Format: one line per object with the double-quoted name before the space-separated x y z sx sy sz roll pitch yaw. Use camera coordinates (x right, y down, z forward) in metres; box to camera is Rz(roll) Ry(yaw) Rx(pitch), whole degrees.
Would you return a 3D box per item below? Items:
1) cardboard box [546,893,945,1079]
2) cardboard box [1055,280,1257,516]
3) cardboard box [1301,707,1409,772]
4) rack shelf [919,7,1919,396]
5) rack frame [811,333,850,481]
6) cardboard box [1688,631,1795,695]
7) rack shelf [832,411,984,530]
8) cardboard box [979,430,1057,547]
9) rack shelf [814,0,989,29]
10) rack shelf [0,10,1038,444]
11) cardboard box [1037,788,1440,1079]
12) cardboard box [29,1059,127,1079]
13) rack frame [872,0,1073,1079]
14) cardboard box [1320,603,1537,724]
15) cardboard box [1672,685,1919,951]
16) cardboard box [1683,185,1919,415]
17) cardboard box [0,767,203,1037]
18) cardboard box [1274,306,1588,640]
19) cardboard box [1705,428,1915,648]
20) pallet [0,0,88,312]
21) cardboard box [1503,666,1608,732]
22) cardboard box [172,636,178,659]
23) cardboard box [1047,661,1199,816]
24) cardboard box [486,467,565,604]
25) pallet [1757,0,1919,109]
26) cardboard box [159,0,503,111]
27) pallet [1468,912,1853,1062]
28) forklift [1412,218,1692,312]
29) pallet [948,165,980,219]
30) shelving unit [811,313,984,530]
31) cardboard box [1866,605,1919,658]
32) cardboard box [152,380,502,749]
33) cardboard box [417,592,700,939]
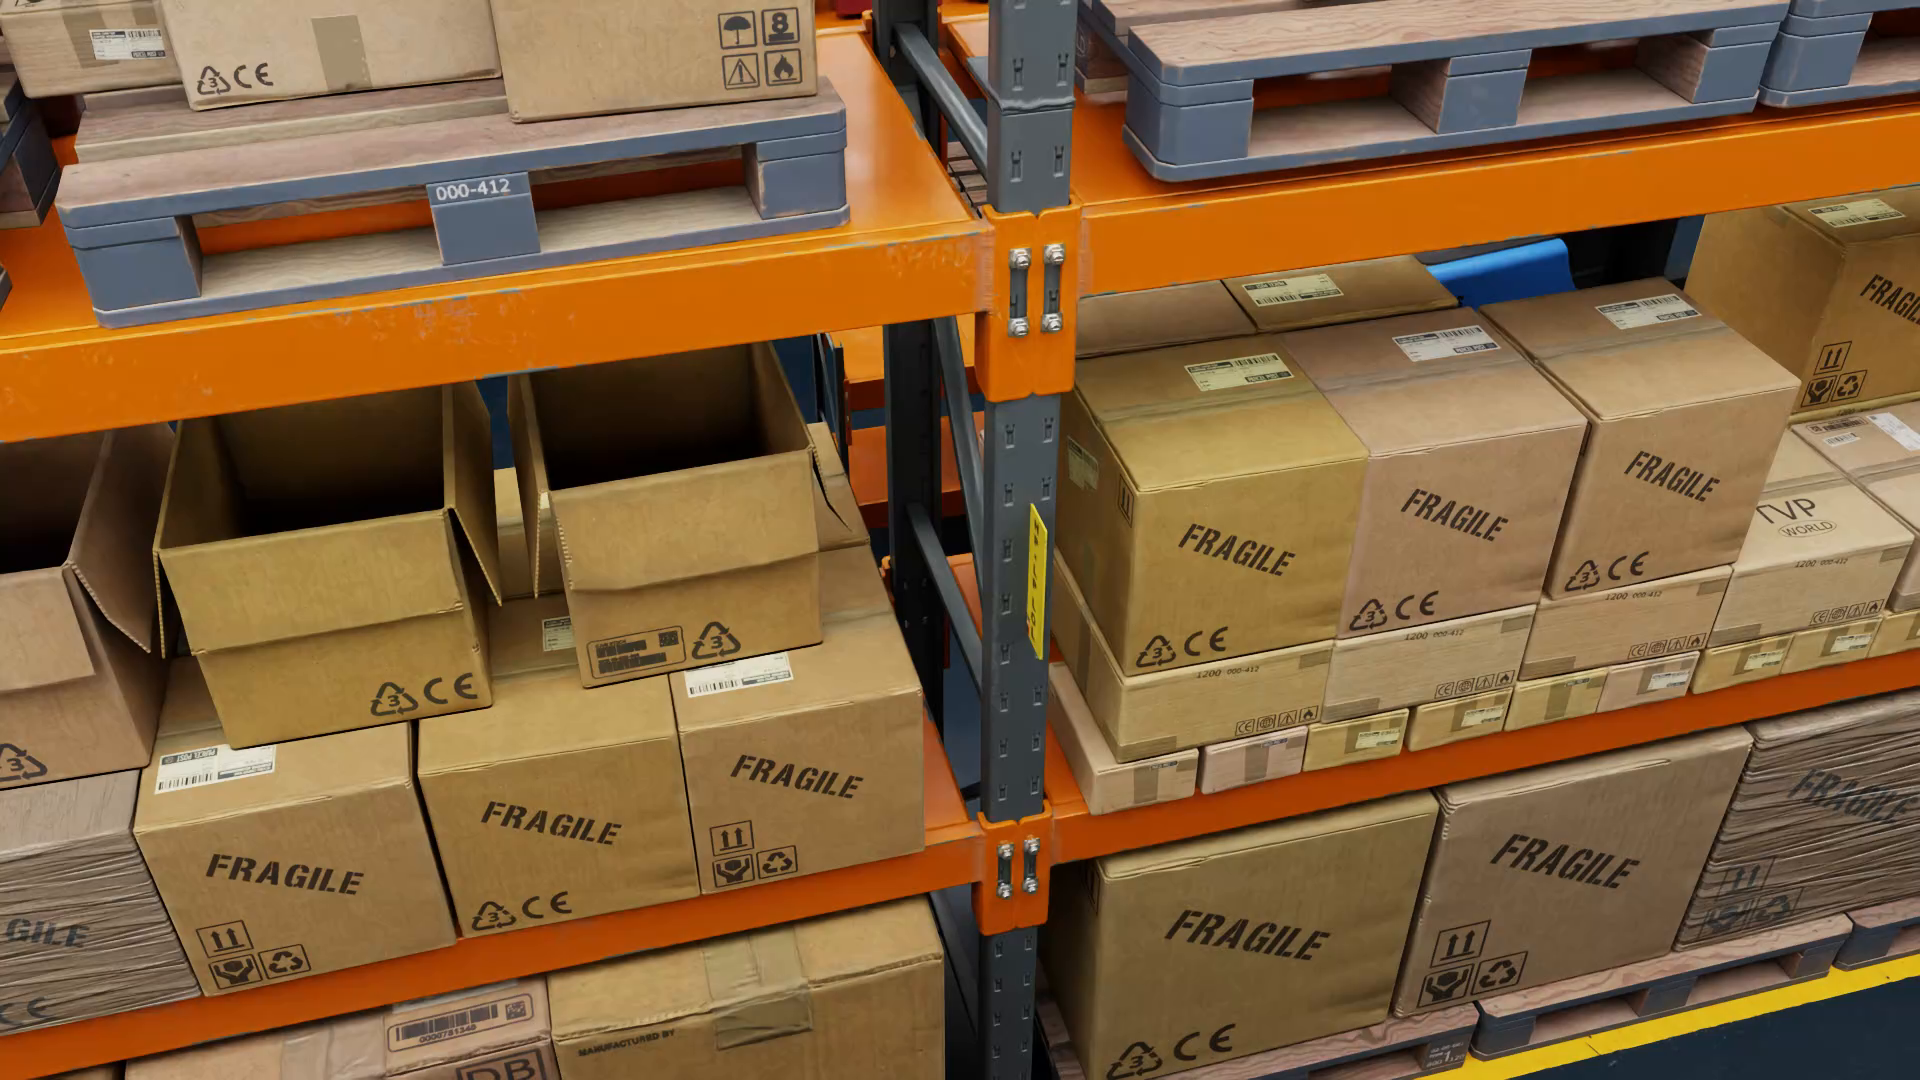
"cardboard box" -0.613 0.986 4.395 0.875 0.875 1.225 -9 38 -12
"cardboard box" 0.373 -0.390 4.053 0.500 0.500 0.500 -8 38 -11
"cardboard box" 0.879 0.360 4.017 0.250 0.149 0.380 -8 38 -10
"rack shelf" 1.930 -1.027 3.747 4.000 0.370 1.077 -9 38 -12
"rack frame" -0.484 -0.367 6.304 0.032 1.125 0.500 -9 38 -12
"cardboard box" 1.876 0.196 4.232 0.250 0.149 0.380 -10 39 -13
"rack shelf" 0.007 -0.254 6.558 1.000 0.278 0.538 -9 38 -12
"cardboard box" 0.357 -0.087 4.273 0.500 0.250 0.500 -10 39 -13
"rack shelf" 0.639 -2.741 8.456 4.000 0.370 1.077 -9 38 -12
"rack shelf" -1.932 -0.393 2.918 4.000 0.370 1.077 -9 38 -12
"cardboard box" 0.657 0.815 4.619 0.875 0.875 0.875 -9 38 -12
"cardboard box" -2.328 1.273 4.021 0.875 0.875 1.225 -9 38 -12
"rack frame" -0.001 0.196 4.025 0.127 3.000 1.000 -9 38 -12
"cardboard box" 1.003 0.140 3.976 0.500 0.250 0.500 -9 38 -12
"cardboard box" 2.385 0.532 4.989 0.875 0.875 0.875 -9 38 -12
"cardboard box" 2.346 -0.712 4.473 0.500 0.500 0.500 -10 39 -13
"cardboard box" -1.848 0.628 3.378 0.500 0.500 0.500 -9 38 -12
"cardboard box" 1.006 -0.160 3.752 0.500 0.500 0.500 -9 38 -12
"cardboard box" 1.979 -0.018 4.184 0.500 0.250 0.500 -9 38 -12
"pallet" -2.176 -0.599 2.751 1.213 0.211 1.003 -8 38 -10
"cardboard box" 1.380 0.277 4.126 0.250 0.149 0.380 -10 39 -13
"cardboard box" -1.976 0.326 3.772 0.500 0.500 0.500 -9 38 -11
"cardboard box" 0.372 0.444 3.908 0.250 0.149 0.380 -9 38 -12
"cardboard box" -0.995 0.162 3.987 0.500 0.500 0.500 -9 38 -12
"pallet" 1.967 -1.275 3.552 1.213 0.211 1.003 -9 38 -12
"cardboard box" -1.083 -1.006 2.855 0.500 0.311 0.500 -11 39 -13
"pallet" 1.934 1.033 5.226 1.213 0.211 1.003 -9 38 -12
"forklift" 2.839 -1.922 6.850 3.031 2.935 1.130 -14 40 -18
"pallet" -0.592 -1.741 8.852 1.213 0.211 1.003 -9 38 -12
"shelving unit" 0.007 -0.448 6.410 1.048 1.125 0.538 -9 38 -12
"cardboard box" 2.367 0.115 4.337 0.250 0.149 0.380 -9 38 -12
"cardboard box" -1.281 -0.035 3.418 0.637 0.503 0.797 -9 38 -11
"cardboard box" -0.861 0.465 3.592 0.500 0.500 0.500 -8 38 -11
